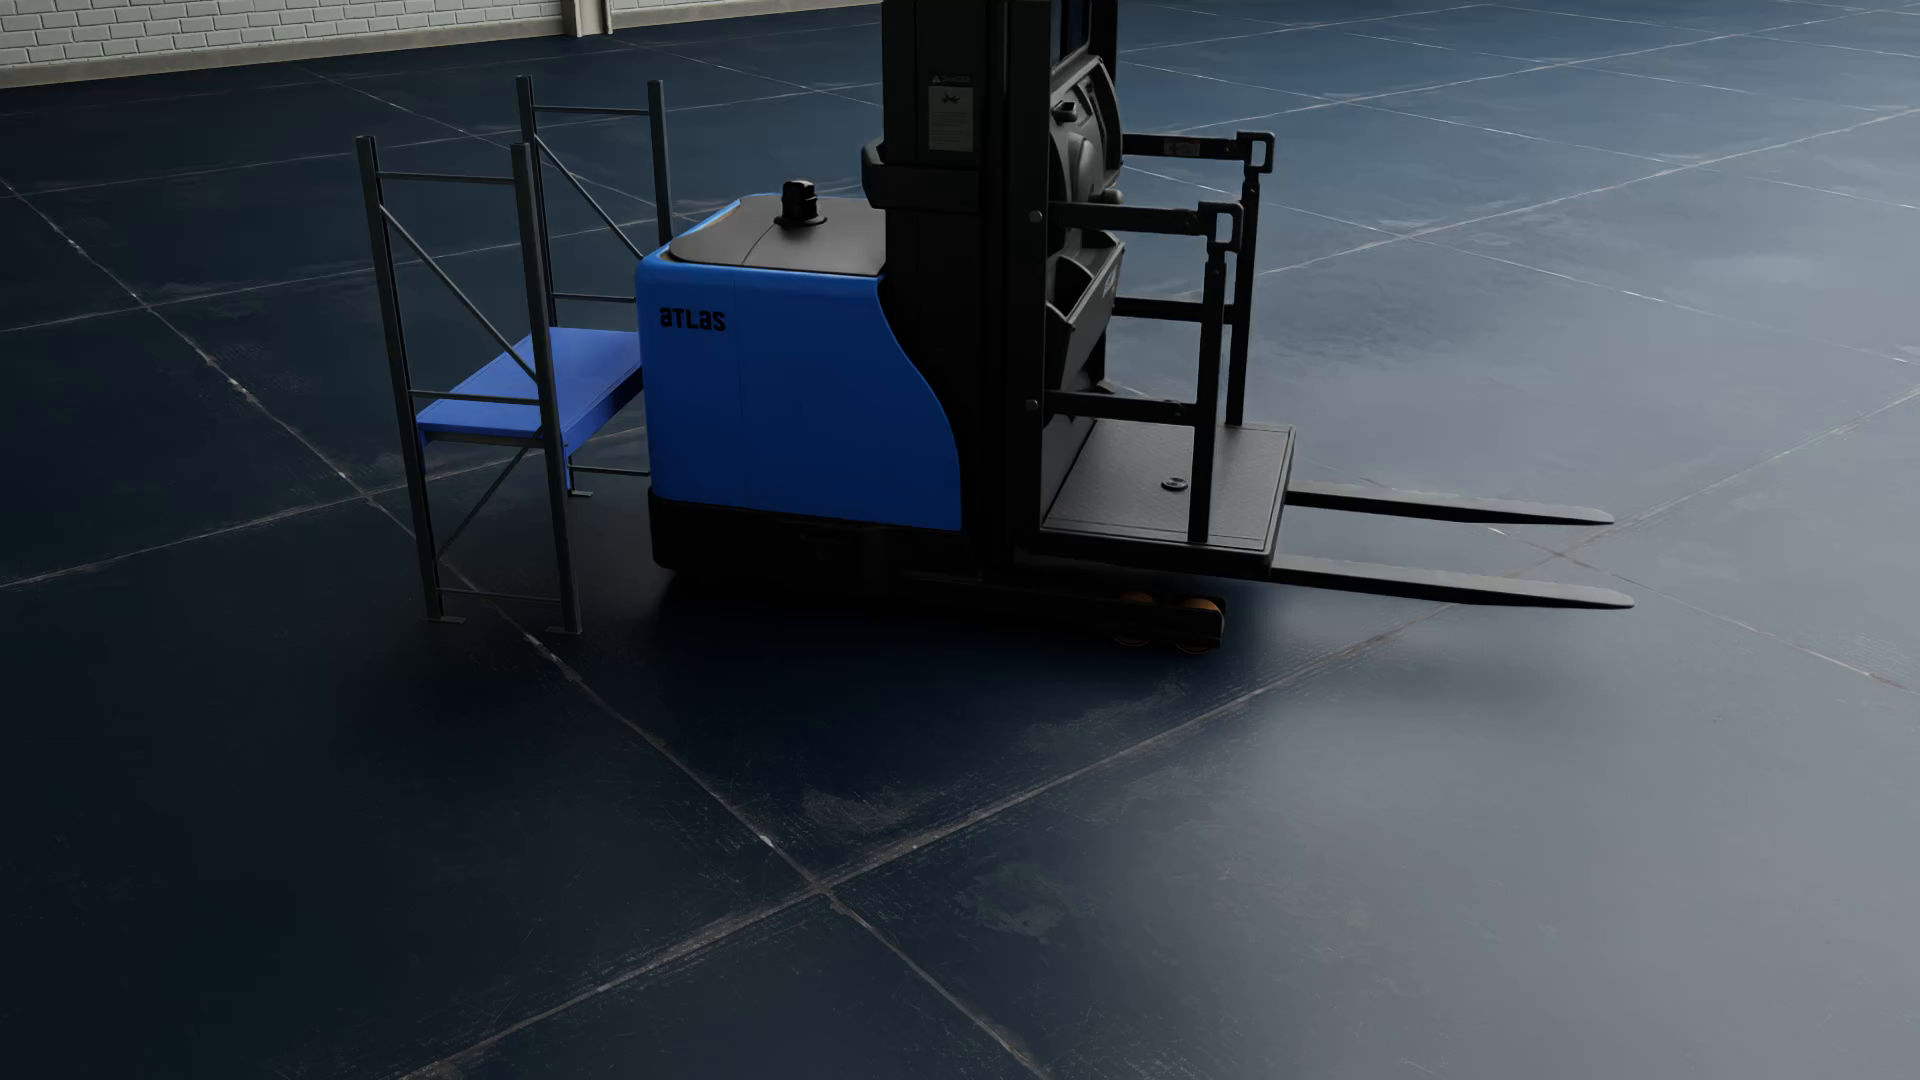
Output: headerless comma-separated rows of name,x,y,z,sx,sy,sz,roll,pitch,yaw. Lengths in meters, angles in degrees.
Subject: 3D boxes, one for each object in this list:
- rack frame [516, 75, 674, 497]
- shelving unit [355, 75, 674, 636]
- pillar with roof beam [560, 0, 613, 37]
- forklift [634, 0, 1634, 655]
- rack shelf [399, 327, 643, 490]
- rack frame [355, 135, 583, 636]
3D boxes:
rack frame,-1.215,-0.831,5.759,0.500,1.500,0.032,5,25,10
shelving unit,-1.315,-0.621,5.307,0.538,1.500,1.048,5,25,10
pillar with roof beam,-1.083,-7.752,11.763,0.400,9.000,9.100,-18,31,-34
forklift,0.568,-1.232,4.922,3.031,2.935,1.130,6,26,13
rack shelf,-1.315,-0.458,5.382,0.538,0.185,1.000,5,25,10
rack frame,-1.415,-0.411,4.855,0.500,1.500,0.032,5,25,10
